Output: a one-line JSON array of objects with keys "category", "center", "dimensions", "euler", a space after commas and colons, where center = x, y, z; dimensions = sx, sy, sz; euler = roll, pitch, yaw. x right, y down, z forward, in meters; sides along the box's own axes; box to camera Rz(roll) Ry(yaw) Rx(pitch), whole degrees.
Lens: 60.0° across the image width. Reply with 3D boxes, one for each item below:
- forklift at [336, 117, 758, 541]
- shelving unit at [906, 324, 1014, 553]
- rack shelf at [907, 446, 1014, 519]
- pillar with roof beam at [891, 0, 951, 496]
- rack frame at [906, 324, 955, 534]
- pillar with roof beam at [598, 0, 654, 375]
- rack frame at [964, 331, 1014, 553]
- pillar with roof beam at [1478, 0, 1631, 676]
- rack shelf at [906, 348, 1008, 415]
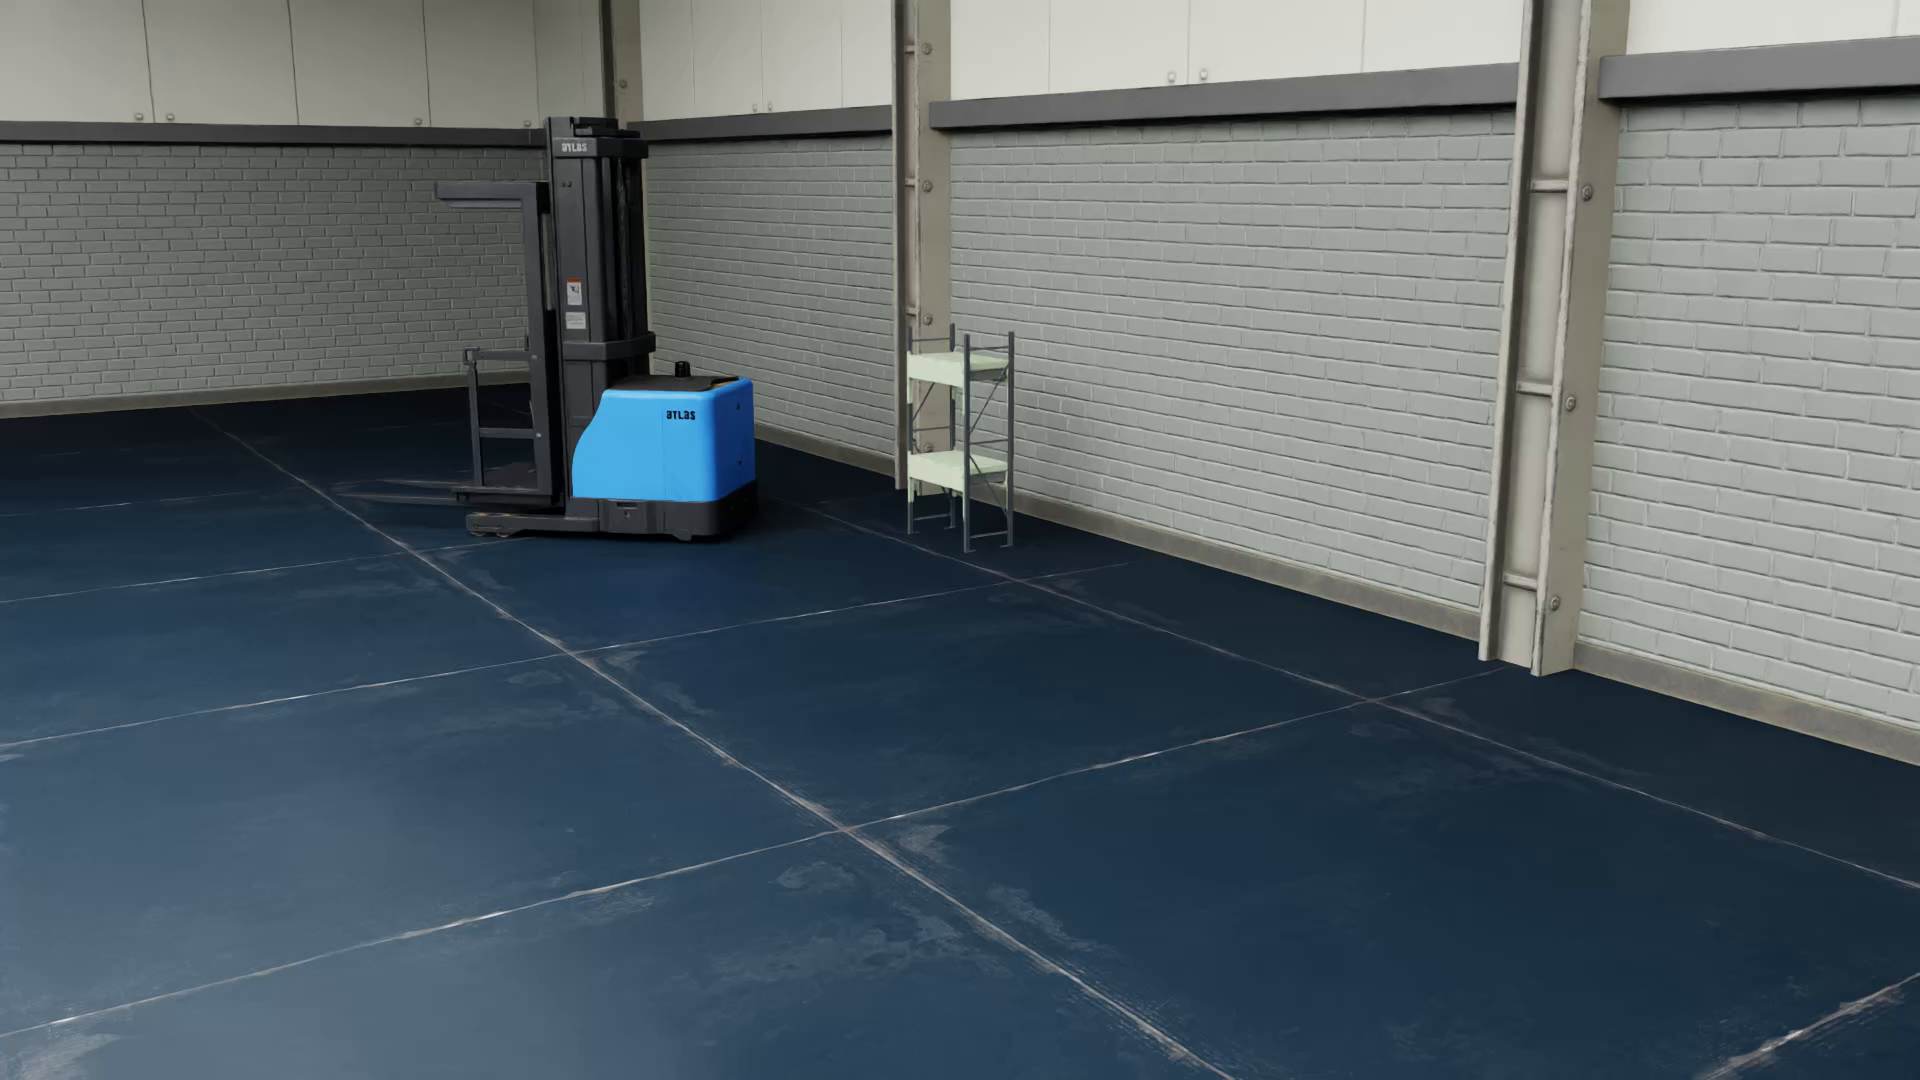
[{"category": "forklift", "center": [-3.095, -1.559, 12.132], "dimensions": [3.031, 2.935, 1.130], "euler": [2, 13, 11]}, {"category": "shelving unit", "center": [-0.004, -0.734, 11.707], "dimensions": [0.431, 1.500, 0.755], "euler": [-8, 15, -33]}, {"category": "rack shelf", "center": [-0.004, -0.415, 11.777], "dimensions": [0.431, 0.370, 0.720], "euler": [-8, 15, -33]}, {"category": "pillar with roof beam", "center": [-3.889, -4.298, 10.453], "dimensions": [9.100, 9.000, 0.400], "euler": [-8, 15, -33]}, {"category": "rack frame", "center": [-0.207, -0.799, 12.005], "dimensions": [0.400, 1.500, 0.023], "euler": [-8, 15, -33]}, {"category": "pillar with roof beam", "center": [-7.213, -5.365, 15.333], "dimensions": [9.100, 9.000, 0.400], "euler": [-8, 15, -33]}, {"category": "rack frame", "center": [0.199, -0.669, 11.409], "dimensions": [0.400, 1.500, 0.023], "euler": [-8, 15, -33]}, {"category": "pillar with roof beam", "center": [-0.565, -3.231, 5.573], "dimensions": [9.100, 9.000, 0.400], "euler": [-8, 15, -33]}, {"category": "rack shelf", "center": [-0.004, -1.115, 11.624], "dimensions": [0.431, 0.370, 0.720], "euler": [-8, 15, -33]}]
